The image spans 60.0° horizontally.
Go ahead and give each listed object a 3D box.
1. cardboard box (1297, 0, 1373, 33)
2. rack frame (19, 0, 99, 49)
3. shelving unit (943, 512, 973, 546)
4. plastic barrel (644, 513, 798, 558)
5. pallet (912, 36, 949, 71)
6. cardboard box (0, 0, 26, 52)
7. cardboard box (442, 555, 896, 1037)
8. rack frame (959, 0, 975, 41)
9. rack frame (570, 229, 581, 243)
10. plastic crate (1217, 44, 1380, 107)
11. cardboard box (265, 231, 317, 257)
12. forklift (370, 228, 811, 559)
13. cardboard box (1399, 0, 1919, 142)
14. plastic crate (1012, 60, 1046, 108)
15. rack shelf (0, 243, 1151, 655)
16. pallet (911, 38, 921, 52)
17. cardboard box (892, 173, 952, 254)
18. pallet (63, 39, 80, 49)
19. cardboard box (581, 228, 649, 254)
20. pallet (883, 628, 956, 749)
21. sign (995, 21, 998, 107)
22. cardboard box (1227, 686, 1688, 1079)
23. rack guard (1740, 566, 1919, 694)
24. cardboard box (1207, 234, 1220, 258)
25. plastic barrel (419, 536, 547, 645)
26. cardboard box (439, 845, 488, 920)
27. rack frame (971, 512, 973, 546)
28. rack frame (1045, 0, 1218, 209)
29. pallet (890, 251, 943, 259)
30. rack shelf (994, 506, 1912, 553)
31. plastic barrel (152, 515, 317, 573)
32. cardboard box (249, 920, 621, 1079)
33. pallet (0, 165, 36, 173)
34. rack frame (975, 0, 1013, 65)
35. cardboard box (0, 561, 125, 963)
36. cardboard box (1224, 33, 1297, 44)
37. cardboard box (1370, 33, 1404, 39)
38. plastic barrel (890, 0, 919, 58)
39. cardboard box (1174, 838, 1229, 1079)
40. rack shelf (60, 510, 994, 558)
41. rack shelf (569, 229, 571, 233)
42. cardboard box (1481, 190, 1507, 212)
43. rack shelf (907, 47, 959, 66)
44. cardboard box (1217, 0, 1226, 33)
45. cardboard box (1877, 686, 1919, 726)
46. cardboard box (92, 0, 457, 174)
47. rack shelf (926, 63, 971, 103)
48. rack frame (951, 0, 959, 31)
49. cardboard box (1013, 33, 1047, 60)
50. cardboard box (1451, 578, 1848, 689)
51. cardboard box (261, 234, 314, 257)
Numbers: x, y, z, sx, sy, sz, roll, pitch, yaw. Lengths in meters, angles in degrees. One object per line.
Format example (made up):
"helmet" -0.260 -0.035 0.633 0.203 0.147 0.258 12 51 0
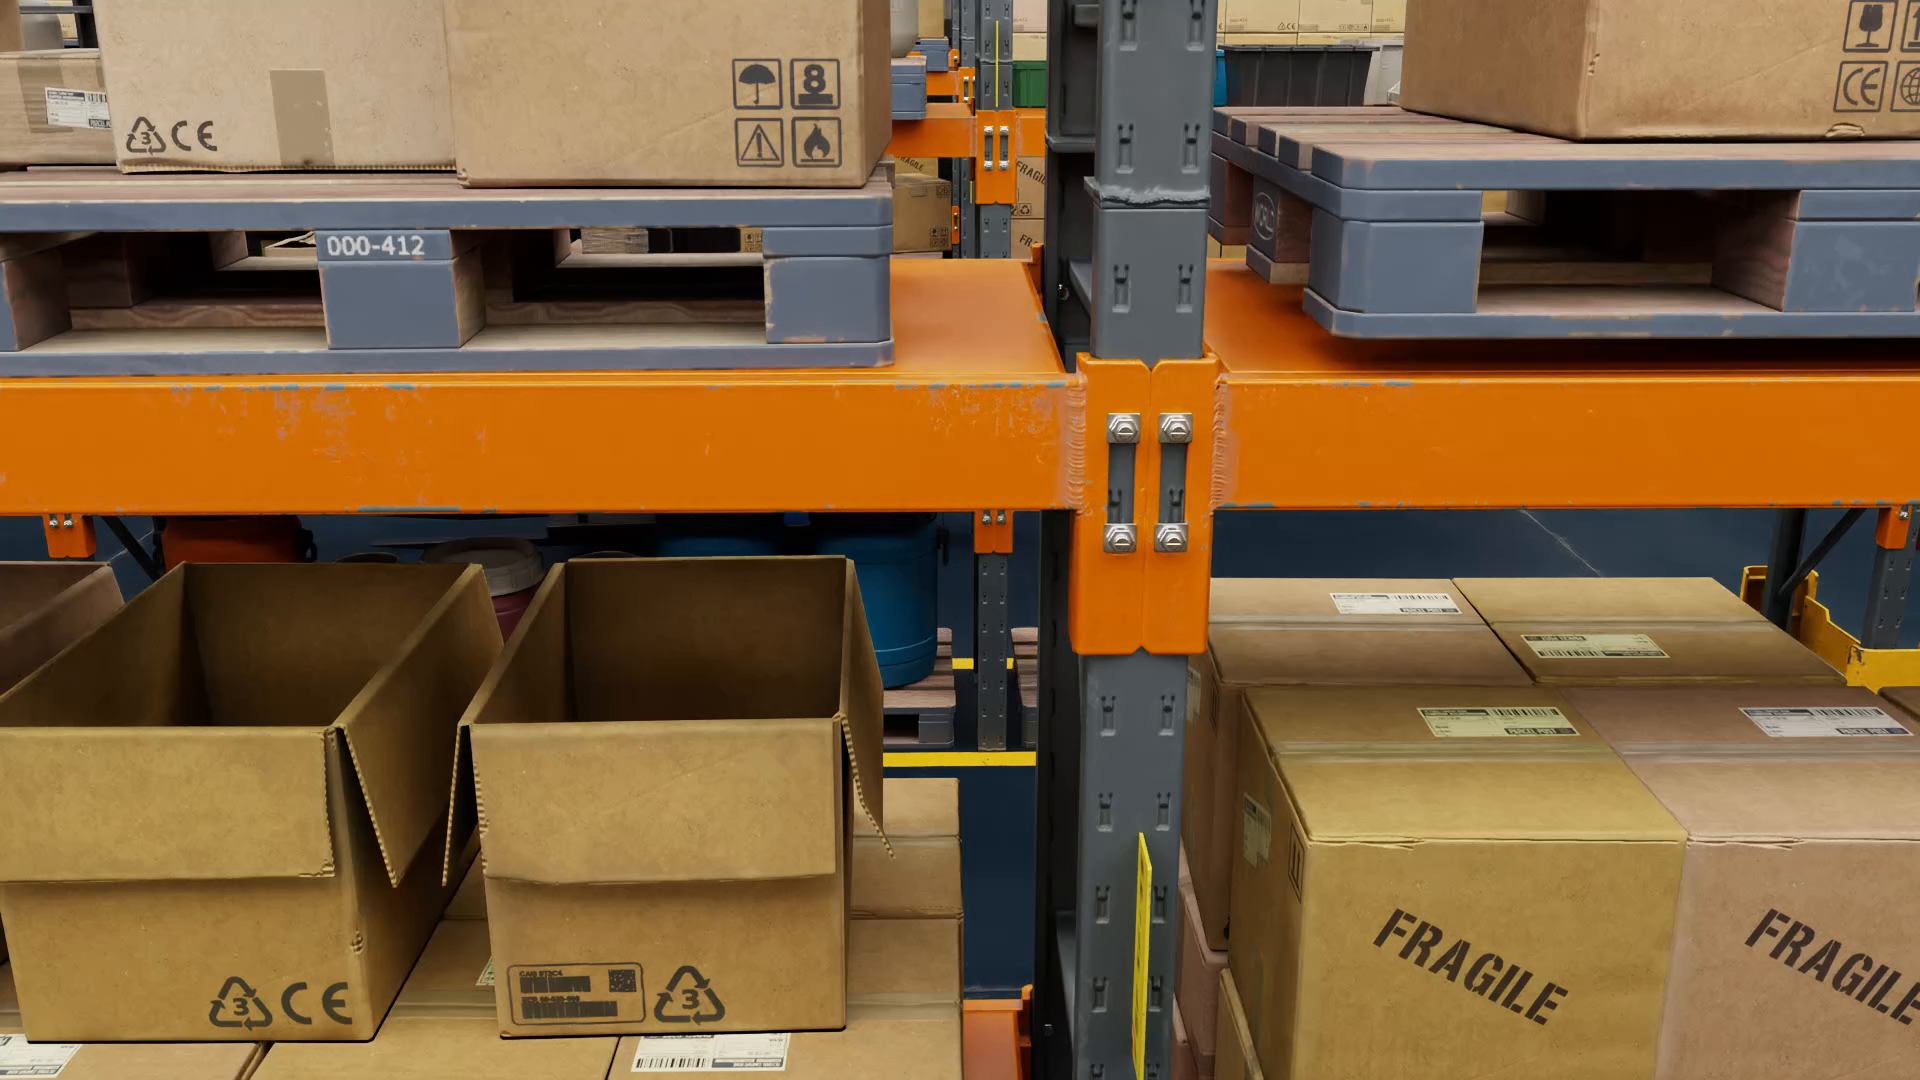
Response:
"cardboard box" 2.554 -3.660 11.563 0.500 0.250 0.500 0 18 -1
"rack frame" -3.861 -3.454 6.584 0.127 3.000 1.000 0 18 -1
"shelving unit" -0.014 -0.571 10.364 0.189 1.200 0.258 0 18 -1
"plastic barrel" -1.114 0.183 7.814 0.708 0.901 0.600 0 18 -1
"pallet" -0.589 -3.487 11.904 1.003 0.211 1.213 0 18 -1
"cardboard box" -1.740 -0.779 2.298 0.637 0.503 0.797 -1 18 -2
"cardboard box" -0.422 0.376 2.659 0.637 0.503 0.797 -1 18 -2
"rack frame" 0.064 -4.987 11.360 0.127 3.000 1.000 0 18 -1
"rack frame" -4.017 -3.624 16.933 0.127 3.000 1.000 0 18 -1
"plastic crate" 1.385 -1.905 6.880 0.590 0.269 0.497 0 18 -1
"cardboard box" -4.833 -2.123 12.401 0.500 0.311 0.500 0 18 -2
"forklift" -1.995 -1.315 9.849 3.031 2.935 1.130 -2 18 -7
"cardboard box" 0.998 -0.850 2.361 0.500 0.500 0.700 -1 18 -4
"plastic crate" 0.558 -2.039 7.429 0.662 0.188 0.450 0 18 -1
"rack shelf" -1.783 -0.180 2.467 4.000 0.370 1.077 0 18 -1
"pallet" -0.934 -4.961 16.503 1.217 0.209 0.805 -1 18 -3
"cardboard box" -0.413 -2.444 12.403 0.500 0.500 0.700 -6 19 -19
"pallet" -5.731 -3.412 11.672 1.213 0.211 1.003 1 18 2
"cardboard box" -2.390 -2.342 12.086 0.500 0.500 0.700 3 18 10
"pallet" -0.633 0.702 8.015 1.213 0.211 1.003 0 18 -1
"sign" 0.145 -1.882 6.577 0.005 0.325 0.100 0 18 -1
"cardboard box" 0.700 0.544 2.472 0.500 0.500 0.500 0 18 -1
"rack guard" 4.162 0.550 8.015 0.348 0.500 1.175 0 18 -1
"cardboard box" 1.590 -2.102 12.026 0.500 0.500 0.500 0 18 -1
"plastic barrel" -2.243 0.337 7.845 0.708 0.588 0.600 0 18 -1
"cardboard box" -0.750 0.777 3.052 0.500 0.500 0.500 0 18 -1
"rack frame" 0.077 -0.572 10.365 0.006 1.200 0.240 0 18 -1
"rack frame" 0.217 -1.961 1.929 0.127 3.000 1.000 0 18 -1
"pallet" -0.737 -2.068 12.398 1.213 0.211 1.003 0 18 -1
"rack shelf" 2.138 -0.284 7.701 4.000 0.370 1.077 0 18 -1
"plastic barrel" -3.372 0.228 7.791 0.708 0.830 0.600 0 18 -1
"cardboard box" -0.741 0.934 2.562 0.500 0.500 0.500 0 18 1
"pallet" -2.022 -0.449 2.435 1.213 0.211 1.003 1 18 2
"rack frame" 0.139 -3.474 6.644 0.127 3.000 1.000 0 18 -1
"cardboard box" -1.729 0.384 2.635 0.637 0.503 0.797 0 18 1
"cardboard box" 2.054 -3.420 11.634 0.500 0.250 0.500 0 18 -1
"cardboard box" 3.054 -3.424 11.646 0.500 0.250 0.500 0 18 -1
"plastic barrel" -0.392 -2.384 7.248 0.433 0.535 0.433 0 18 0
"cardboard box" 0.654 0.743 3.079 0.500 0.250 0.500 -1 18 -2
"rack shelf" -1.861 -0.265 7.640 4.000 0.370 1.077 0 18 -1
"rack shelf" -6.017 -3.271 17.013 4.000 0.370 1.077 0 18 -1
"cardboard box" 3.623 -2.587 11.900 0.500 0.500 0.500 0 18 -1
"rack shelf" -2.017 -4.719 16.615 4.000 0.370 1.077 0 18 -1
"cardboard box" 1.554 -3.653 11.541 0.500 0.250 0.500 0 18 -1
"cardboard box" 1.712 0.540 2.484 0.500 0.500 0.500 -1 18 -3
"cardboard box" -0.881 -0.712 2.405 0.500 0.311 0.500 -1 18 -3
"rack shelf" -1.936 -3.206 11.898 4.000 0.370 1.077 0 18 -1
"rack frame" -0.018 -6.500 16.077 0.127 3.000 1.000 0 18 -1
"cardboard box" 0.554 -3.414 11.613 0.500 0.250 0.500 0 18 -1
"cardboard box" 1.173 0.383 2.973 0.500 0.500 0.500 0 18 0
"cardboard box" -6.841 -2.992 17.110 0.500 0.250 0.500 -1 18 -2
